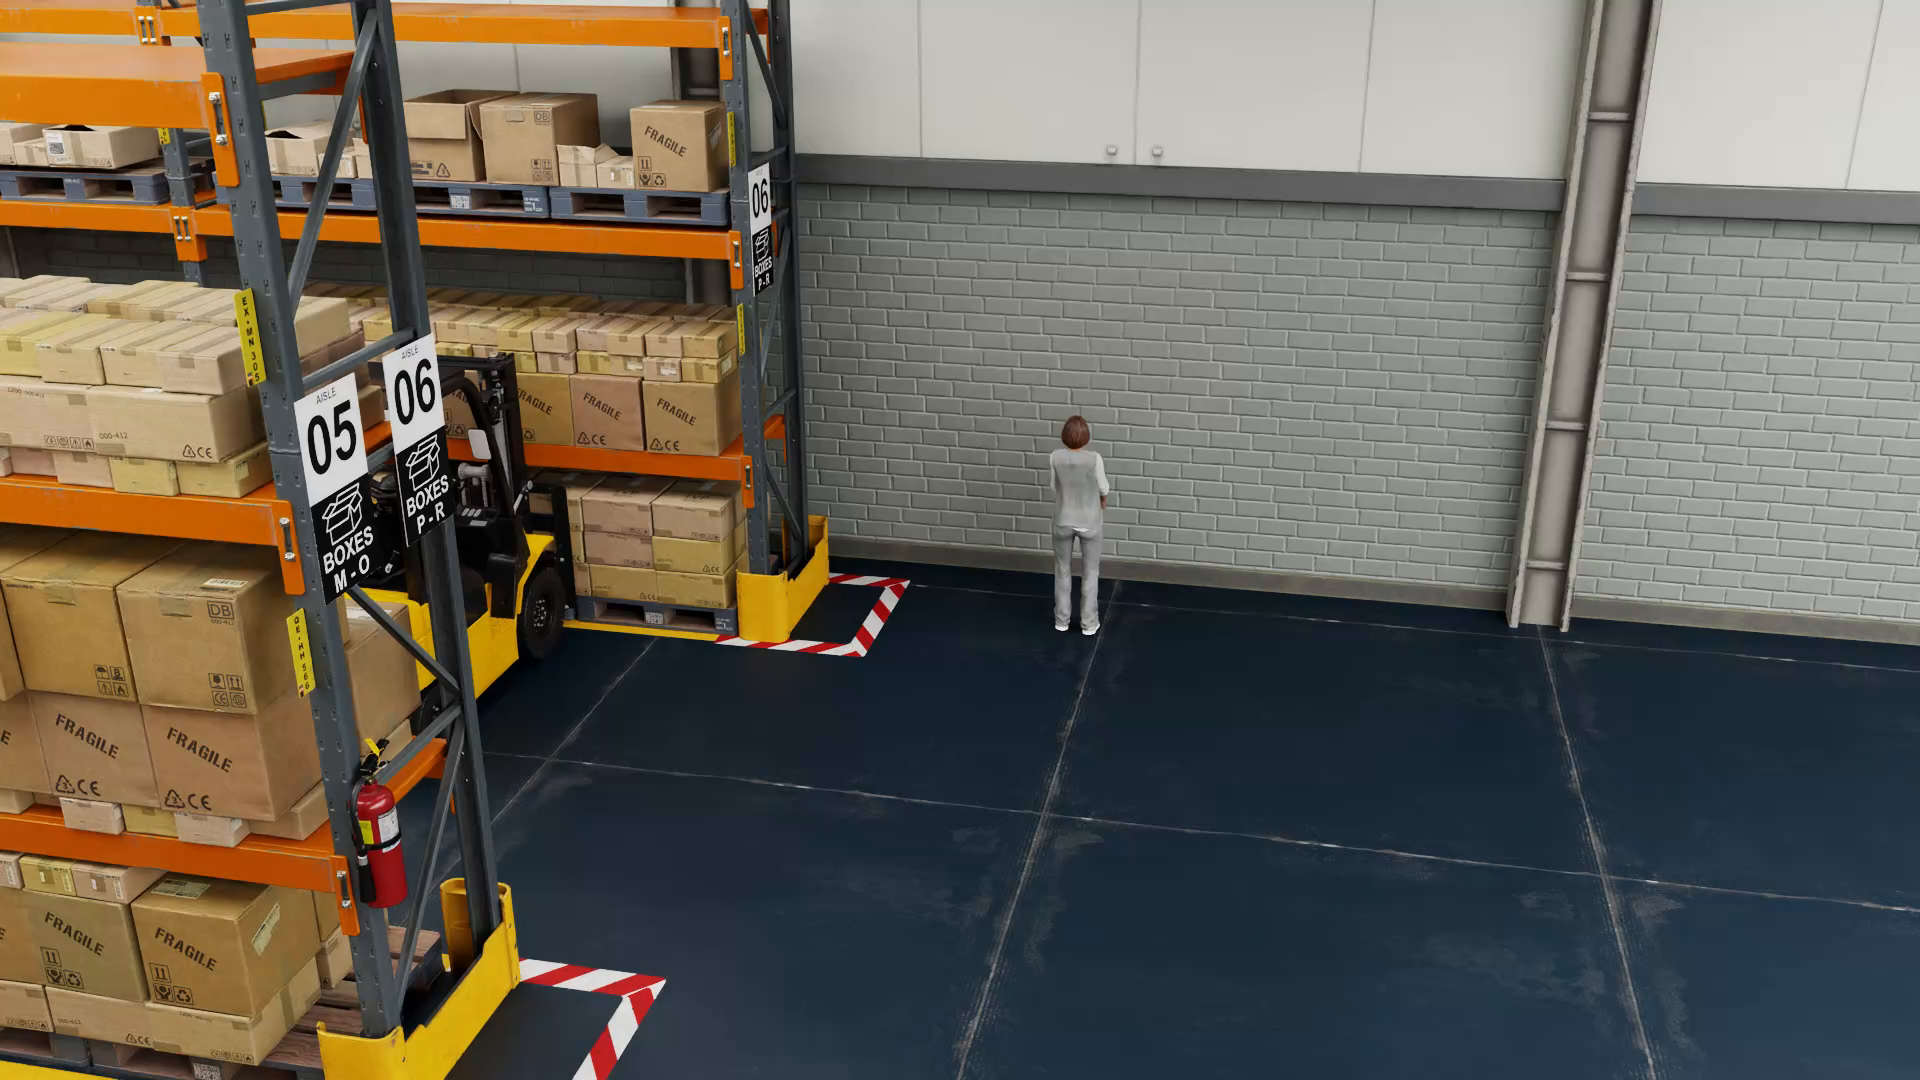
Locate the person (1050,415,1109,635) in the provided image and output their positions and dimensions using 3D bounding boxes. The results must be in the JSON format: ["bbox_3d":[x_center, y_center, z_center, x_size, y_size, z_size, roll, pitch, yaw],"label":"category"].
[{"bbox_3d":[0.817,-0.136,11.447,0.405,1.590,0.492,5,22,12],"label":"person"}]
